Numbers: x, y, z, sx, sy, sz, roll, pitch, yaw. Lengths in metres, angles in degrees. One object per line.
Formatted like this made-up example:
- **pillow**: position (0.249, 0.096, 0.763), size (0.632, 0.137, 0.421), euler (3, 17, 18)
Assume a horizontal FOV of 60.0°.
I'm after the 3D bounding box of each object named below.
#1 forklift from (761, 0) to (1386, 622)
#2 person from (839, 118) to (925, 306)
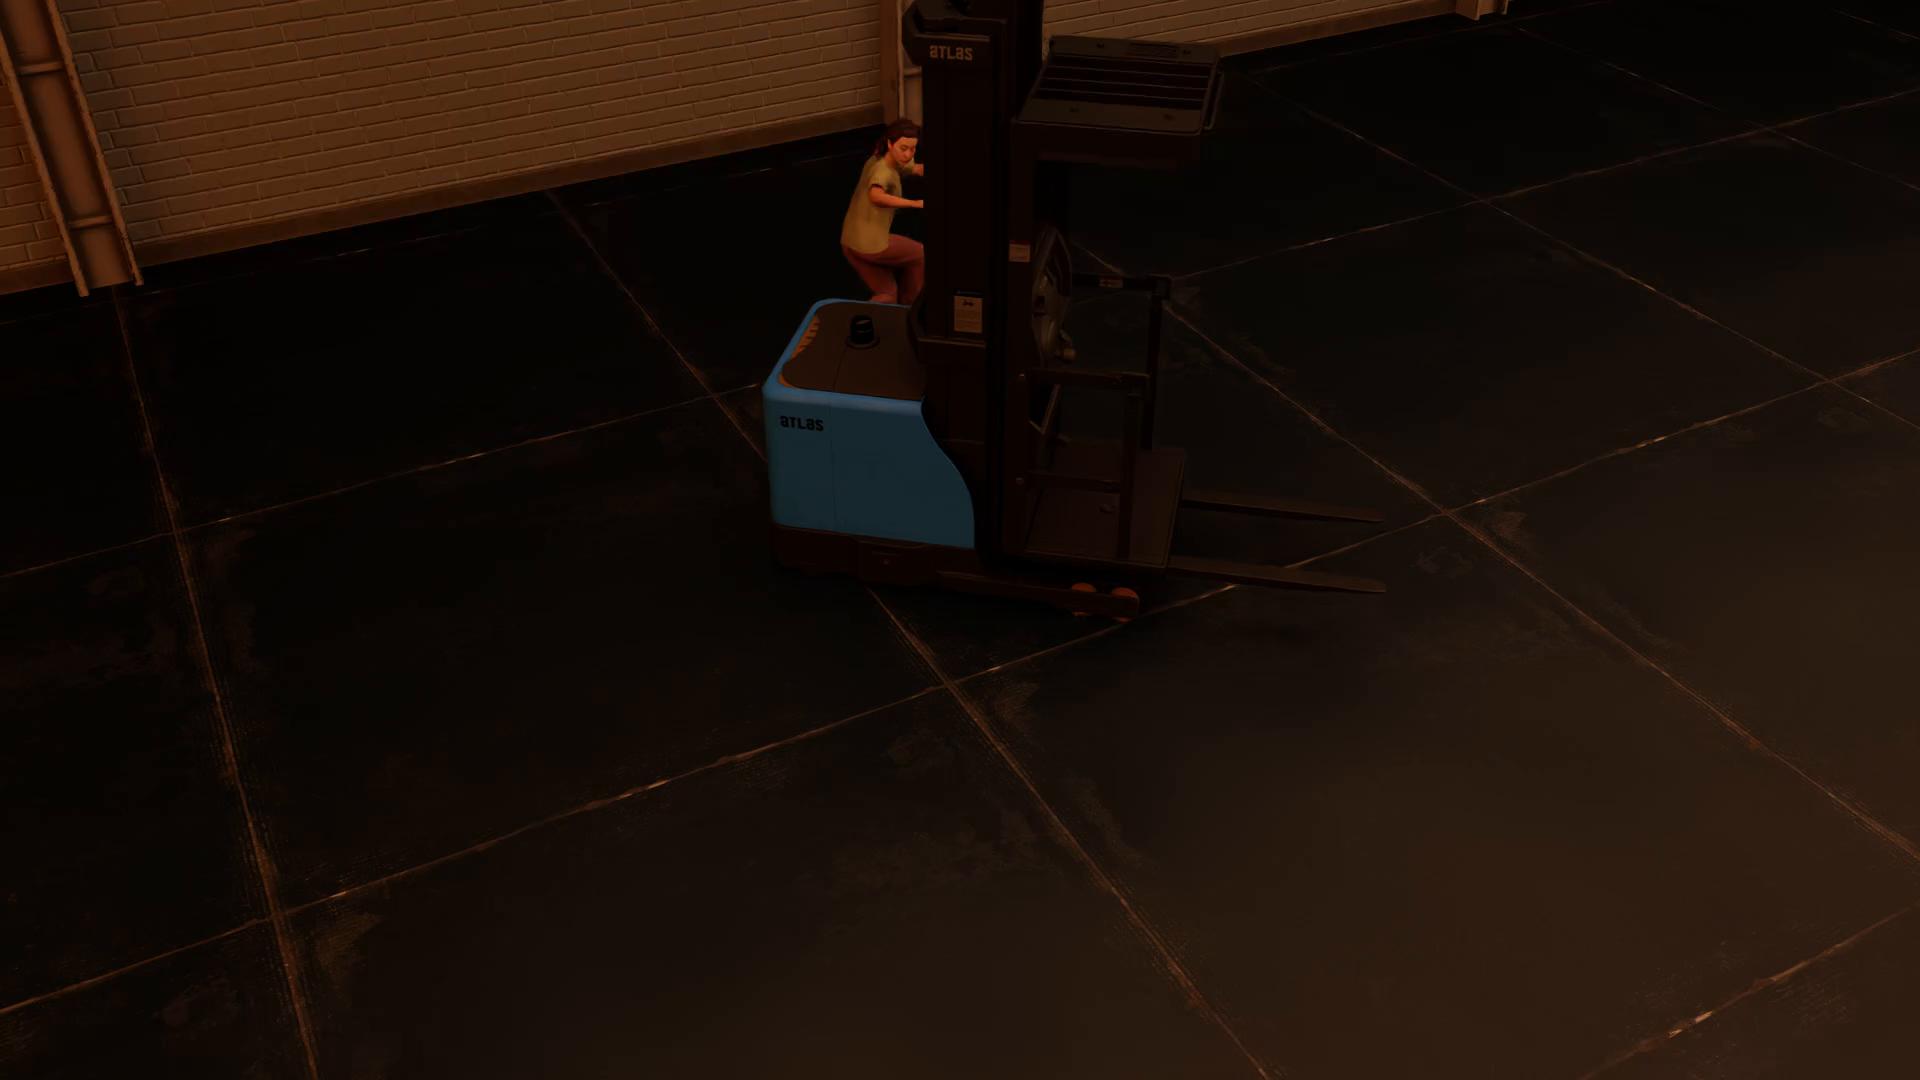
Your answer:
- **forklift**: position (0.615, -1.135, 7.728), size (3.031, 2.935, 1.130), euler (7, 36, 10)
- **person**: position (-0.276, -1.806, 10.012), size (1.063, 1.434, 0.763), euler (-19, 40, -25)
